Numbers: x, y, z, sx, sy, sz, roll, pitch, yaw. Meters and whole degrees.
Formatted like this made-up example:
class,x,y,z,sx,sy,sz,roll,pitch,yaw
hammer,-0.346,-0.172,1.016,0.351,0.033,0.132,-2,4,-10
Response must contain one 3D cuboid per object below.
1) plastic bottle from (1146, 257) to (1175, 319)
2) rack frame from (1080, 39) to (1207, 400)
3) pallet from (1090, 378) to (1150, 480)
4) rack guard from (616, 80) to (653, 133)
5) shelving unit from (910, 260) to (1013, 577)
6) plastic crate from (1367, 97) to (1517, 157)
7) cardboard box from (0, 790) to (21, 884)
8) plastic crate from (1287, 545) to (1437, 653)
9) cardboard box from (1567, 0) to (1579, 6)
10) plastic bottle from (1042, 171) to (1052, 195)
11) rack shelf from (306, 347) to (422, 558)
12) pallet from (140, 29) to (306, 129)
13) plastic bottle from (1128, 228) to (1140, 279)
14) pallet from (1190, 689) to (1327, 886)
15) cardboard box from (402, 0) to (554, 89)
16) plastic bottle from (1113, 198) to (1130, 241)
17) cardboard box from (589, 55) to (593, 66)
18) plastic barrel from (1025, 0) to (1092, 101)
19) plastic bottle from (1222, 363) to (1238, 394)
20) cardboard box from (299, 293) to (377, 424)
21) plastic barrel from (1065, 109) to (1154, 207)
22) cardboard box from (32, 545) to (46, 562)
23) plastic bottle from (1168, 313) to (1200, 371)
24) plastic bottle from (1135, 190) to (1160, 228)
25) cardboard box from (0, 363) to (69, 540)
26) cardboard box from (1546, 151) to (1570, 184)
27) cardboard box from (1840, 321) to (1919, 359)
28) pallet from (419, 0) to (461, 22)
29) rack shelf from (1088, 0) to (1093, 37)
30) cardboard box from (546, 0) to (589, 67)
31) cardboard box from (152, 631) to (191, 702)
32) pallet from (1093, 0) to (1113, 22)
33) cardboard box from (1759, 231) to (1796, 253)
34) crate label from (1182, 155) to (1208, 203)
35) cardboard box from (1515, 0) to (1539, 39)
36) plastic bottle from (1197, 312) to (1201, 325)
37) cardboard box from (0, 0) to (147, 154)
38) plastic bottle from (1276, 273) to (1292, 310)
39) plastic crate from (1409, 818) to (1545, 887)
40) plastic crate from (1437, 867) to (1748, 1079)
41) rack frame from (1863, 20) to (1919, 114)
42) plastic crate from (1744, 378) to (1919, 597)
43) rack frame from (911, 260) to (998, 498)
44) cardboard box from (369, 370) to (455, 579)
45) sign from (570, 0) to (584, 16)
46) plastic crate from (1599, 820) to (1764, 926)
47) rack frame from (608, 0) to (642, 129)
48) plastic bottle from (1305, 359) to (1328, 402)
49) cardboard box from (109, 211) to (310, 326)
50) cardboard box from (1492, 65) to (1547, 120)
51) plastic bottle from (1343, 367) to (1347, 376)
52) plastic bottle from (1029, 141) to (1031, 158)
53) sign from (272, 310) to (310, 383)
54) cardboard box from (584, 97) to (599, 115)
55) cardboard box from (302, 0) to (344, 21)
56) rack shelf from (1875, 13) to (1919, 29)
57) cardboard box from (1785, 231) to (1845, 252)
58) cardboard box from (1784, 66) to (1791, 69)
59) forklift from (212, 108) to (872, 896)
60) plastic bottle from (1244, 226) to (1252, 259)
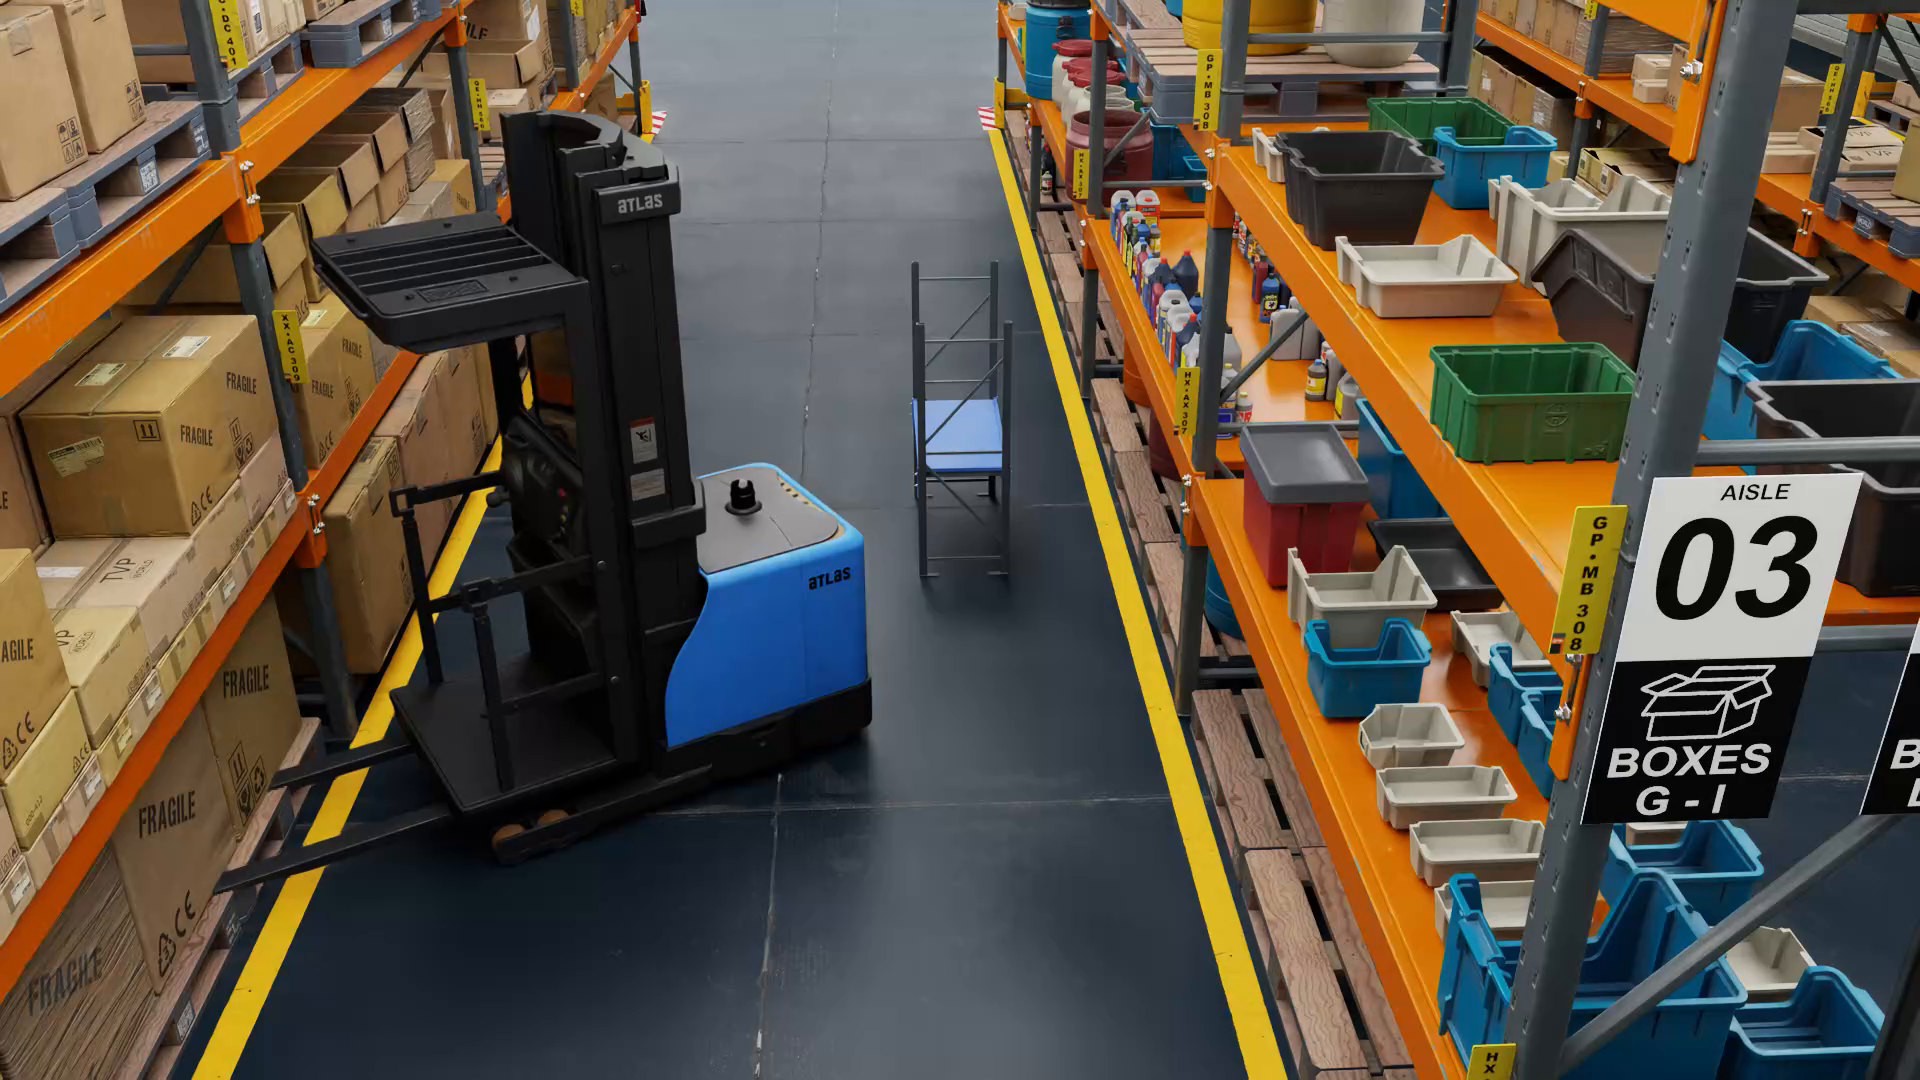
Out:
class,x,y,z,sx,sy,sz,roll,pitch,yaw
plastic bottle,1.123,-1.407,9.258,0.144,0.351,0.185,-1,28,-3
rack frame,1.346,-2.351,11.014,1.000,3.000,0.127,-1,28,-3
pallet,1.429,-0.752,10.963,1.003,0.211,1.213,-1,28,-3
rack guard,-4.014,-4.783,18.379,1.175,0.500,0.348,-1,28,-3
shelving unit,-0.004,-0.704,9.479,0.538,1.500,1.048,-1,28,-3
plastic crate,1.879,-1.551,6.466,0.450,0.188,0.662,-1,28,-3
cardboard box,-2.971,0.930,4.565,0.500,0.250,0.500,-2,28,-3
plastic crate,1.451,0.232,6.125,0.437,0.282,0.530,-1,28,-3
cardboard box,5.829,-5.004,15.290,0.380,0.149,0.250,-2,28,-4
plastic bottle,0.807,-3.313,15.408,0.097,0.201,0.097,0,28,0
rack shelf,-3.495,-0.989,9.180,1.077,0.370,4.000,-1,28,-3
pallet,-3.488,-2.052,7.403,0.805,0.209,1.217,-2,28,-5
plastic bottle,1.044,-1.708,9.908,0.061,0.283,0.133,-1,28,-3
pallet,1.632,1.071,7.468,1.003,0.211,1.213,-1,28,-3
cardboard box,-3.907,-4.161,13.381,1.000,1.000,1.000,-1,28,-2
plastic bottle,1.025,-2.032,10.542,0.097,0.271,0.097,0,28,0
cardboard box,-3.583,-4.420,15.252,0.380,0.149,0.250,-1,28,-3
plastic barrel,0.855,-4.235,14.084,0.600,0.901,0.708,-1,28,-3
plastic bottle,1.316,-0.770,8.198,0.097,0.201,0.097,0,28,0
cardboard box,-3.193,-0.879,8.084,0.500,0.500,0.500,-1,28,-3
plastic barrel,1.020,-2.618,11.379,0.600,0.536,0.708,-1,28,-3
cardboard box,-3.574,0.243,5.882,0.500,0.250,0.500,-1,28,-1
plastic bottle,1.166,-1.025,8.605,0.152,0.276,0.135,-1,28,-3
plastic bottle,1.198,-2.092,10.652,0.152,0.276,0.135,-1,28,-3
cardboard box,-3.603,-0.327,6.163,0.500,0.500,0.500,-1,28,-3
cardboard box,5.842,-3.492,15.721,0.500,0.250,0.500,-1,28,-3
cardboard box,6.064,-1.097,10.837,0.500,0.500,0.500,-2,28,-5
pallet,-3.513,-3.182,9.567,1.213,0.211,1.003,0,28,0
rack shelf,1.242,-4.286,12.258,1.077,0.370,4.000,-1,28,-3
cardboard box,-3.771,-4.464,14.636,0.875,0.500,0.500,-1,28,-3
cardboard box,-2.981,0.454,5.908,0.380,0.149,0.250,-2,28,-3
pallet,1.289,-3.242,9.682,1.003,0.211,1.213,-1,28,-3
cardboard box,5.986,-2.160,12.561,0.500,0.311,0.500,-2,28,-3
crate label,1.699,-2.480,11.443,0.303,0.233,0.416,-1,28,-3
cardboard box,5.971,-5.277,16.516,0.700,0.500,0.500,-1,28,-1
plastic bottle,1.283,-1.096,8.747,0.097,0.271,0.097,0,28,0
cardboard box,-3.290,-1.629,5.716,0.700,0.500,0.500,-3,28,-6
plastic bottle,1.836,-1.403,9.250,0.144,0.351,0.185,-1,28,-3
plastic crate,1.540,0.927,4.949,0.396,0.136,0.243,-1,28,-3
plastic crate,1.560,1.151,4.196,0.616,0.435,0.499,-1,28,-3
rack frame,10.822,-6.285,18.556,1.000,3.000,0.127,-1,28,-3
plastic crate,2.022,-0.113,3.621,0.497,0.269,0.590,-1,28,-3
rack frame,-0.031,-0.939,9.929,0.500,1.500,0.032,-1,28,-3
cardboard box,-3.492,-0.336,8.994,1.225,0.875,0.875,-2,28,-4
sign,-3.255,-4.607,14.088,0.100,0.325,0.005,-1,28,-3
plastic crate,2.046,0.965,4.772,0.416,0.233,0.300,-1,28,-3
rack frame,-4.018,-5.926,17.868,1.000,3.000,0.127,-1,28,-3
plastic bottle,1.769,-0.796,8.247,0.097,0.201,0.097,0,28,0
cardboard box,-3.433,-1.168,7.553,0.797,0.503,0.637,-2,28,-4
cardboard box,5.757,-4.517,16.875,0.500,0.500,0.500,-1,28,-3
plastic bottle,1.926,-0.786,8.152,0.097,0.271,0.097,0,28,0
plastic bottle,0.740,-3.905,16.543,0.097,0.201,0.097,0,28,0
sign,-2.837,-0.817,7.051,0.100,0.325,0.005,-1,28,-3
cardboard box,-3.923,-4.150,16.713,0.500,0.500,0.500,1,28,2
cardboard box,-3.472,-2.851,8.162,0.797,0.503,0.637,-2,28,-3
rack shelf,10.927,-5.042,16.952,1.077,0.370,4.000,-1,28,-3
cardboard box,6.523,-2.176,12.591,0.500,0.311,0.500,-2,28,-4
cardboard box,6.162,-3.531,13.168,0.500,0.500,0.500,-1,28,-3
forklift,-1.939,-0.195,6.955,3.031,2.935,1.130,-16,32,-28
plastic bottle,1.803,-1.867,10.226,0.097,0.271,0.097,0,28,0
